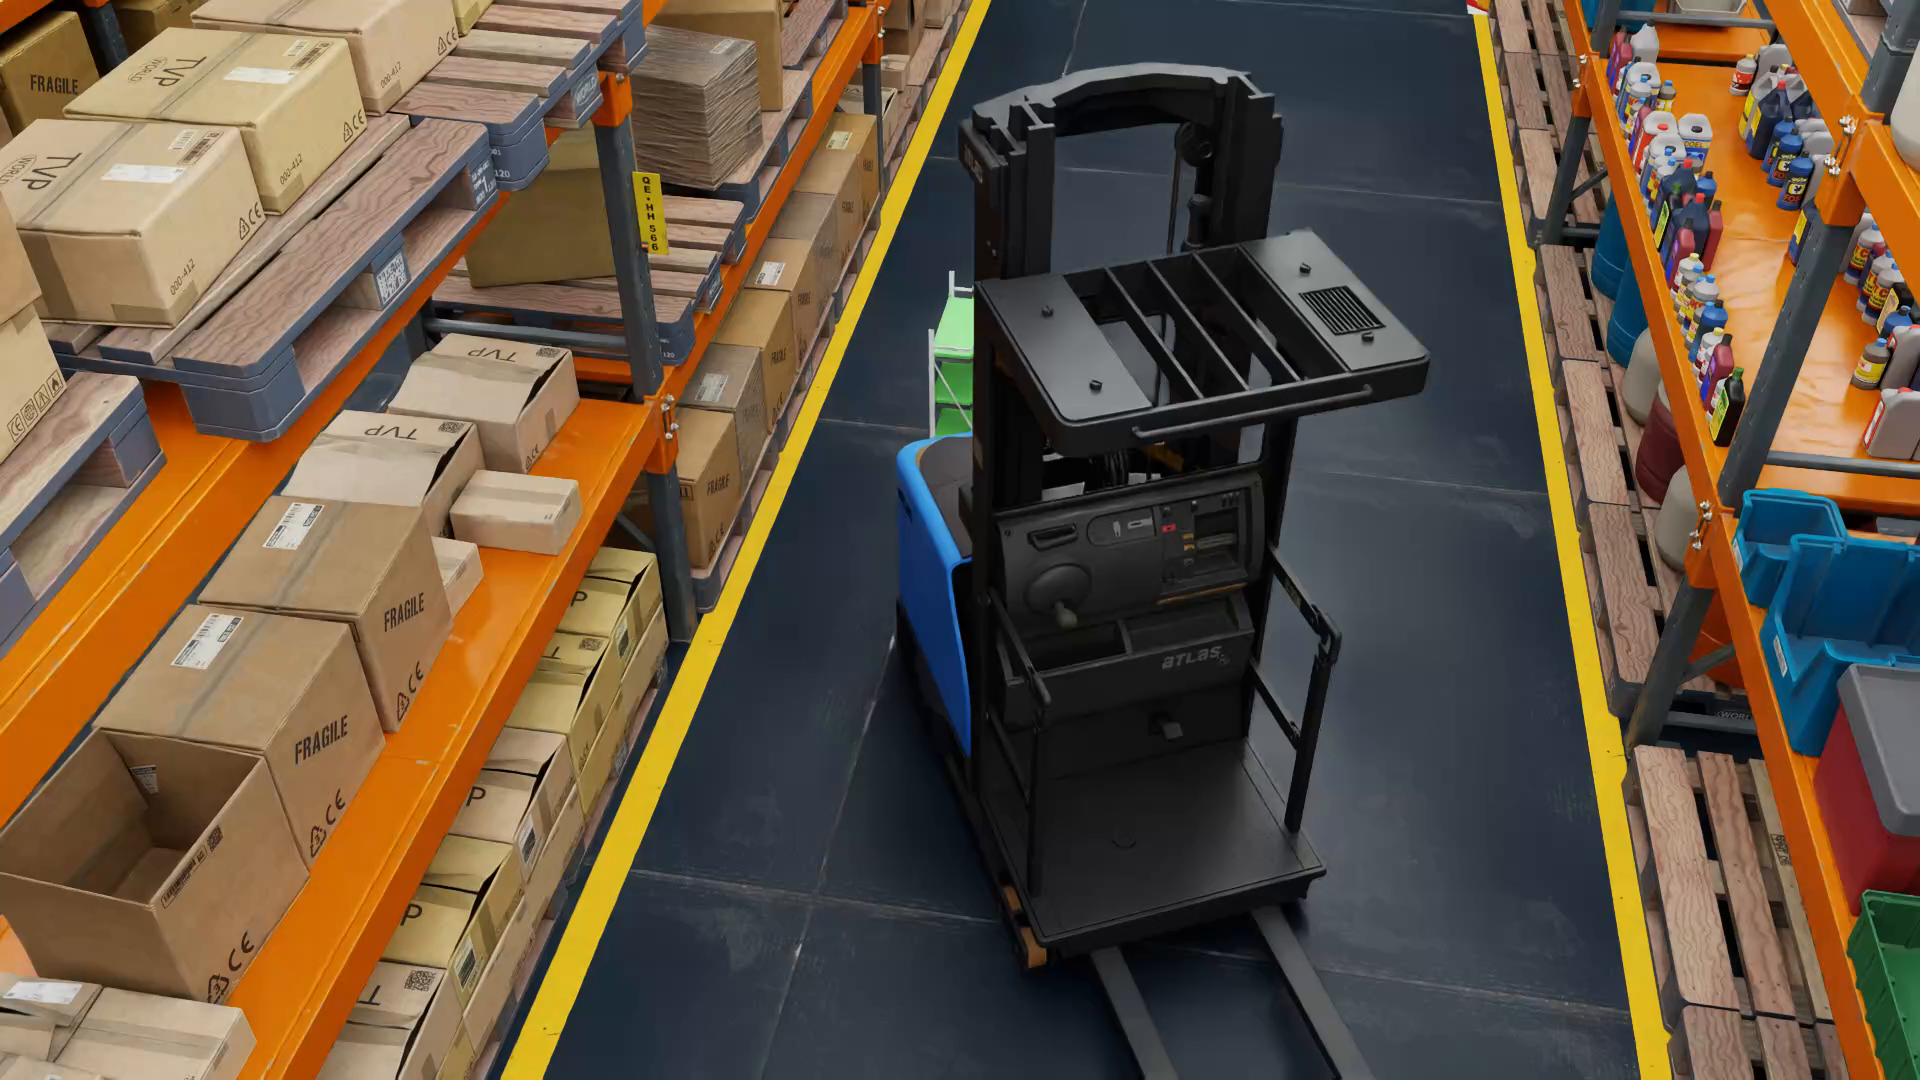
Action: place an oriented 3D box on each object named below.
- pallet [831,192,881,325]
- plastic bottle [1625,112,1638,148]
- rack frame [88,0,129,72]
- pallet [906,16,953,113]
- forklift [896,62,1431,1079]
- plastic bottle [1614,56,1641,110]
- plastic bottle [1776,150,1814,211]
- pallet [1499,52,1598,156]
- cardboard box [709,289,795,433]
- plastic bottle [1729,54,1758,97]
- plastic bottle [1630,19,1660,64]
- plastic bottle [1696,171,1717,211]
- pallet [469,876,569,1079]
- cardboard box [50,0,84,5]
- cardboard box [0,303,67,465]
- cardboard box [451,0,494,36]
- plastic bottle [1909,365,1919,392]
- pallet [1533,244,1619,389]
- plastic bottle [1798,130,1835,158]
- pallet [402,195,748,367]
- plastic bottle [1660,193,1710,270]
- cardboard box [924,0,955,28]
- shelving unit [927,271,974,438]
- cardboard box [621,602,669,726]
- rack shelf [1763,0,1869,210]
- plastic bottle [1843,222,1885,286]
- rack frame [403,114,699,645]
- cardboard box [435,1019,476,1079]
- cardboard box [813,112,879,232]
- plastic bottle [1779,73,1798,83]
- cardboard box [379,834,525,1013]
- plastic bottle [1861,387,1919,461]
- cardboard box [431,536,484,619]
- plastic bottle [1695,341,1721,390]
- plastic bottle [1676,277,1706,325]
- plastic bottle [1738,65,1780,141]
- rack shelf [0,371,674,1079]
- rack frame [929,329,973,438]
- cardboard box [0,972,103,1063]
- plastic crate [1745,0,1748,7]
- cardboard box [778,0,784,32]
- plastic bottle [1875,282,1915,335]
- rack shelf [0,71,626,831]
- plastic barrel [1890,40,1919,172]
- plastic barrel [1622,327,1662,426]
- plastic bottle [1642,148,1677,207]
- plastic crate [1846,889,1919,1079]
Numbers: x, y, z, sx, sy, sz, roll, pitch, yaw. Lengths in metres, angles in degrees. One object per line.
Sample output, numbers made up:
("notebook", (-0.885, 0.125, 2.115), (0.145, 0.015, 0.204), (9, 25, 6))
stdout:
("pallet", (-1.075, -1.711, 9.751), (1.003, 0.211, 1.213), (6, 40, 8))
("plastic bottle", (3.307, -2.005, 8.074), (0.097, 0.201, 0.097), (0, 40, 0))
("rack frame", (-5.851, -3.844, 10.143), (1.000, 3.000, 0.127), (6, 40, 8))
("pallet", (-0.643, -3.424, 11.823), (1.003, 0.211, 1.213), (6, 40, 8))
("forklift", (0.649, 0.120, 5.401), (1.130, 2.935, 3.031), (-11, 41, -13))
("plastic bottle", (3.381, -2.300, 8.376), (0.097, 0.271, 0.097), (0, 40, 0))
("plastic bottle", (3.817, -1.646, 7.584), (0.097, 0.271, 0.097), (0, 40, 0))
("pallet", (4.204, -2.911, 11.202), (1.003, 0.211, 1.213), (6, 40, 8))
("cardboard box", (-1.127, -0.894, 8.190), (0.500, 0.500, 0.500), (6, 40, 7))
("plastic bottle", (4.031, -2.394, 8.545), (0.097, 0.201, 0.097), (0, 40, 0))
("plastic bottle", (3.519, -2.522, 8.582), (0.144, 0.351, 0.185), (6, 40, 8))
("plastic bottle", (3.312, -1.519, 7.431), (0.097, 0.271, 0.097), (0, 40, 0))
("pallet", (-2.058, 1.560, 5.794), (1.003, 0.211, 1.213), (6, 40, 8))
("cardboard box", (-5.841, -3.682, 11.069), (0.380, 0.149, 0.250), (6, 40, 7))
("cardboard box", (-2.148, -0.271, 3.254), (0.500, 0.250, 0.500), (3, 40, 3))
("cardboard box", (-1.687, -1.759, 5.055), (0.500, 0.250, 0.500), (4, 40, 4))
("plastic bottle", (3.709, -0.634, 6.351), (0.061, 0.283, 0.133), (6, 40, 8))
("pallet", (3.732, -1.198, 9.130), (1.003, 0.211, 1.213), (6, 40, 8))
("plastic bottle", (3.983, -1.791, 7.756), (0.152, 0.276, 0.135), (6, 40, 8))
("pallet", (-1.616, -1.149, 7.033), (1.213, 0.211, 1.003), (6, 40, 8))
("plastic bottle", (3.130, -1.336, 7.147), (0.144, 0.351, 0.185), (6, 40, 8))
("cardboard box", (-0.325, -3.959, 12.094), (0.500, 0.250, 0.500), (6, 40, 8))
("shelving unit", (0.029, -0.566, 7.590), (0.258, 1.200, 0.503), (6, 40, 8))
("cardboard box", (-1.515, 0.465, 6.759), (0.500, 0.250, 0.500), (7, 40, 9))
("rack shelf", (3.560, -2.376, 6.577), (1.077, 0.370, 4.000), (6, 40, 8))
("plastic bottle", (3.854, -1.222, 7.072), (0.097, 0.271, 0.097), (0, 40, 0))
("rack frame", (-1.664, -0.790, 6.448), (1.000, 3.000, 0.127), (6, 40, 8))
("cardboard box", (-1.865, 1.746, 5.209), (0.500, 0.250, 0.500), (5, 40, 6))
("cardboard box", (-0.775, -2.165, 9.728), (0.500, 0.500, 0.500), (6, 40, 7))
("plastic bottle", (4.093, -2.192, 8.241), (0.152, 0.276, 0.135), (6, 40, 8))
("cardboard box", (-1.774, 1.205, 5.423), (0.500, 0.311, 0.500), (7, 40, 9))
("plastic bottle", (3.458, -0.446, 6.130), (0.152, 0.276, 0.135), (6, 40, 8))
("cardboard box", (-1.829, 0.113, 5.553), (0.380, 0.149, 0.250), (9, 40, 11))
("plastic bottle", (2.942, -0.681, 6.473), (0.097, 0.201, 0.097), (0, 40, 0))
("plastic bottle", (3.026, -0.987, 6.842), (0.097, 0.201, 0.097), (0, 40, 0))
("plastic bottle", (3.928, -2.136, 8.115), (0.144, 0.351, 0.185), (6, 40, 8))
("rack shelf", (-2.010, 0.742, 5.160), (1.077, 0.370, 4.000), (6, 40, 8))
("rack frame", (-0.014, -0.413, 7.405), (0.240, 1.200, 0.015), (6, 40, 8))
("cardboard box", (-2.385, 1.200, 4.147), (0.396, 0.266, 0.258), (5, 40, 7))
("plastic crate", (4.308, -3.332, 9.426), (0.402, 0.464, 0.583), (6, 40, 8))
("cardboard box", (-1.330, -2.790, 8.459), (0.700, 0.500, 0.500), (12, 41, 15))
("plastic bottle", (3.796, -0.947, 6.730), (0.061, 0.283, 0.133), (6, 40, 8))
("rack shelf", (-2.010, -0.414, 4.204), (1.077, 0.370, 4.000), (6, 40, 8))
("plastic barrel", (2.859, -1.280, 4.599), (0.421, 0.512, 0.421), (0, 40, 0))
("plastic barrel", (3.487, -0.827, 8.115), (0.421, 0.512, 0.421), (0, 40, 0))
("plastic bottle", (3.204, -1.657, 7.598), (0.097, 0.271, 0.097), (0, 40, 0))
("plastic crate", (2.545, 1.226, 4.176), (0.450, 0.188, 0.662), (6, 40, 8))
